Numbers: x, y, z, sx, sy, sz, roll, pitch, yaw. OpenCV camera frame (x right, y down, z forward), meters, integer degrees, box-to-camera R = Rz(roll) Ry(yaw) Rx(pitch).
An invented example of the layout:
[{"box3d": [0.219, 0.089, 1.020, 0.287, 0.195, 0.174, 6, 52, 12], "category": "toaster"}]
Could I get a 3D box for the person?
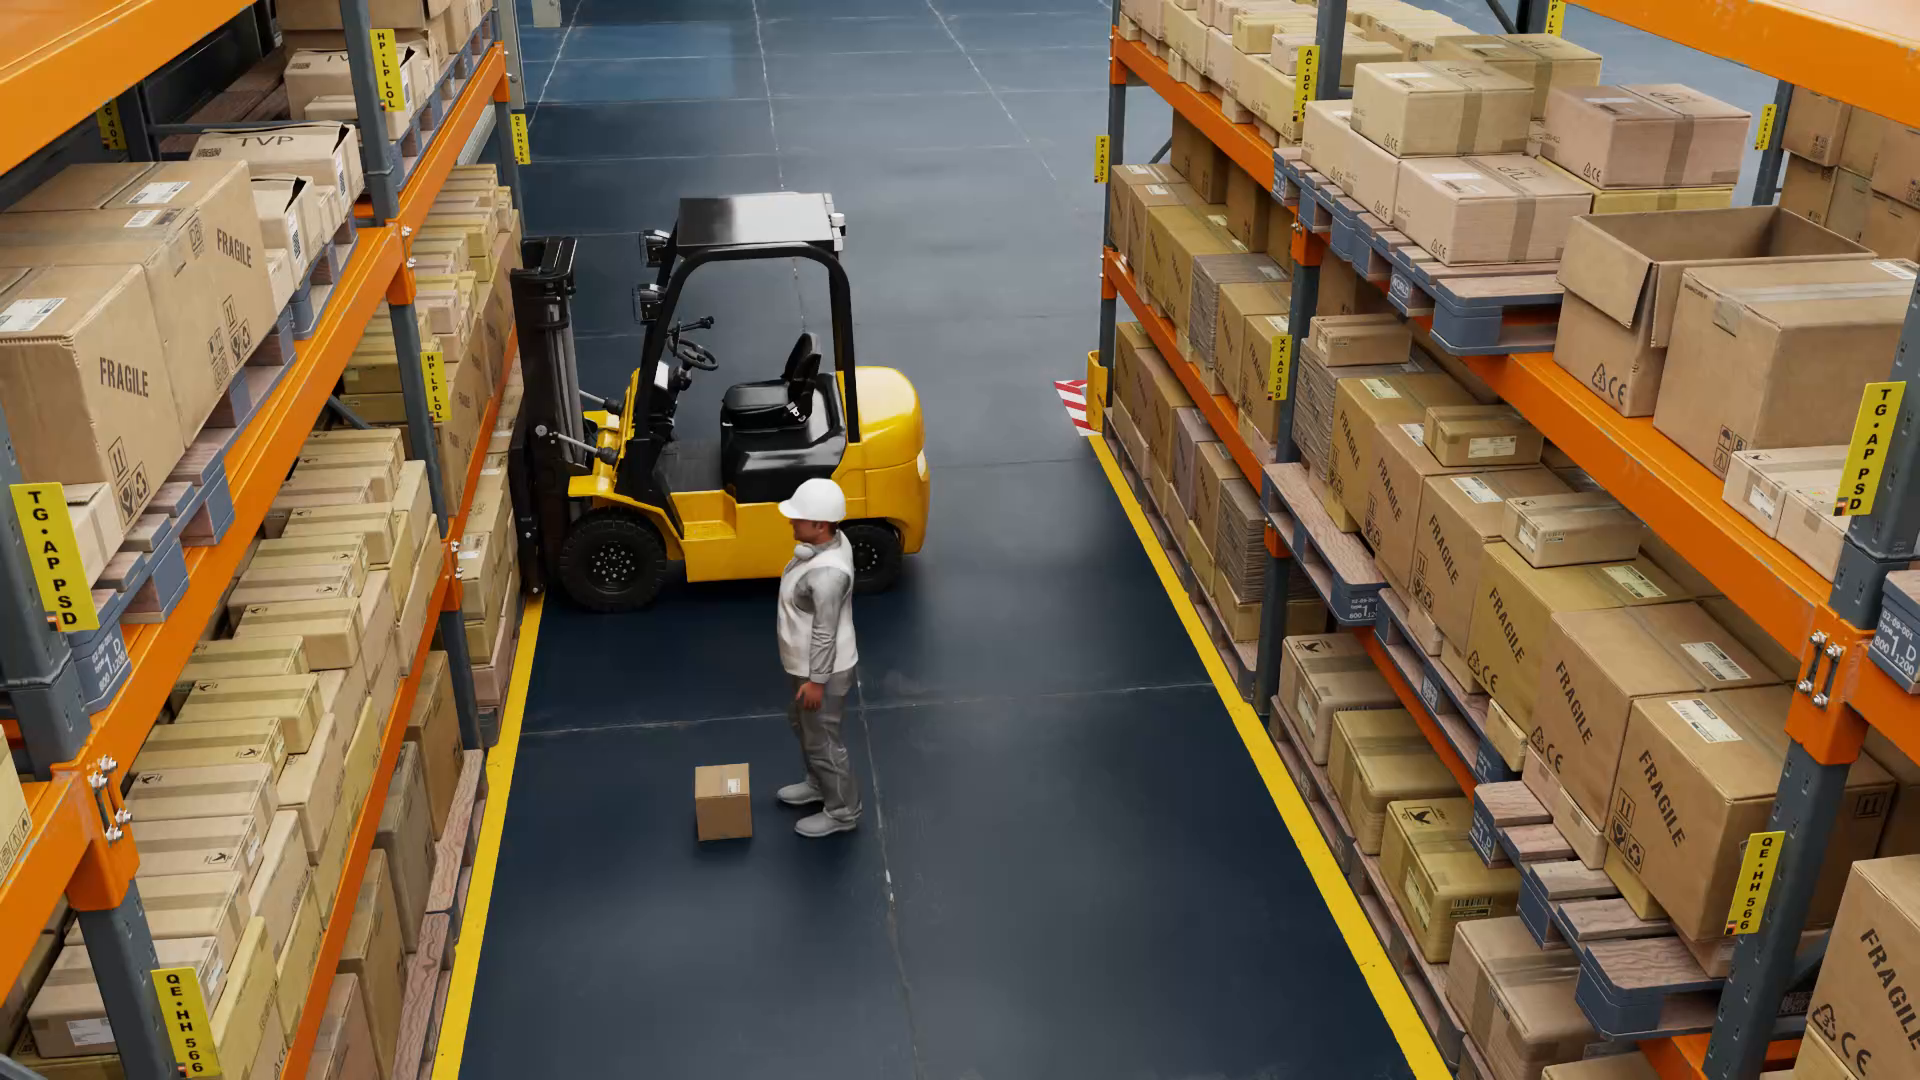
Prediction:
[{"box3d": [-0.668, 0.537, 7.539, 0.407, 1.771, 0.533, -3, 27, -6], "category": "person"}]
